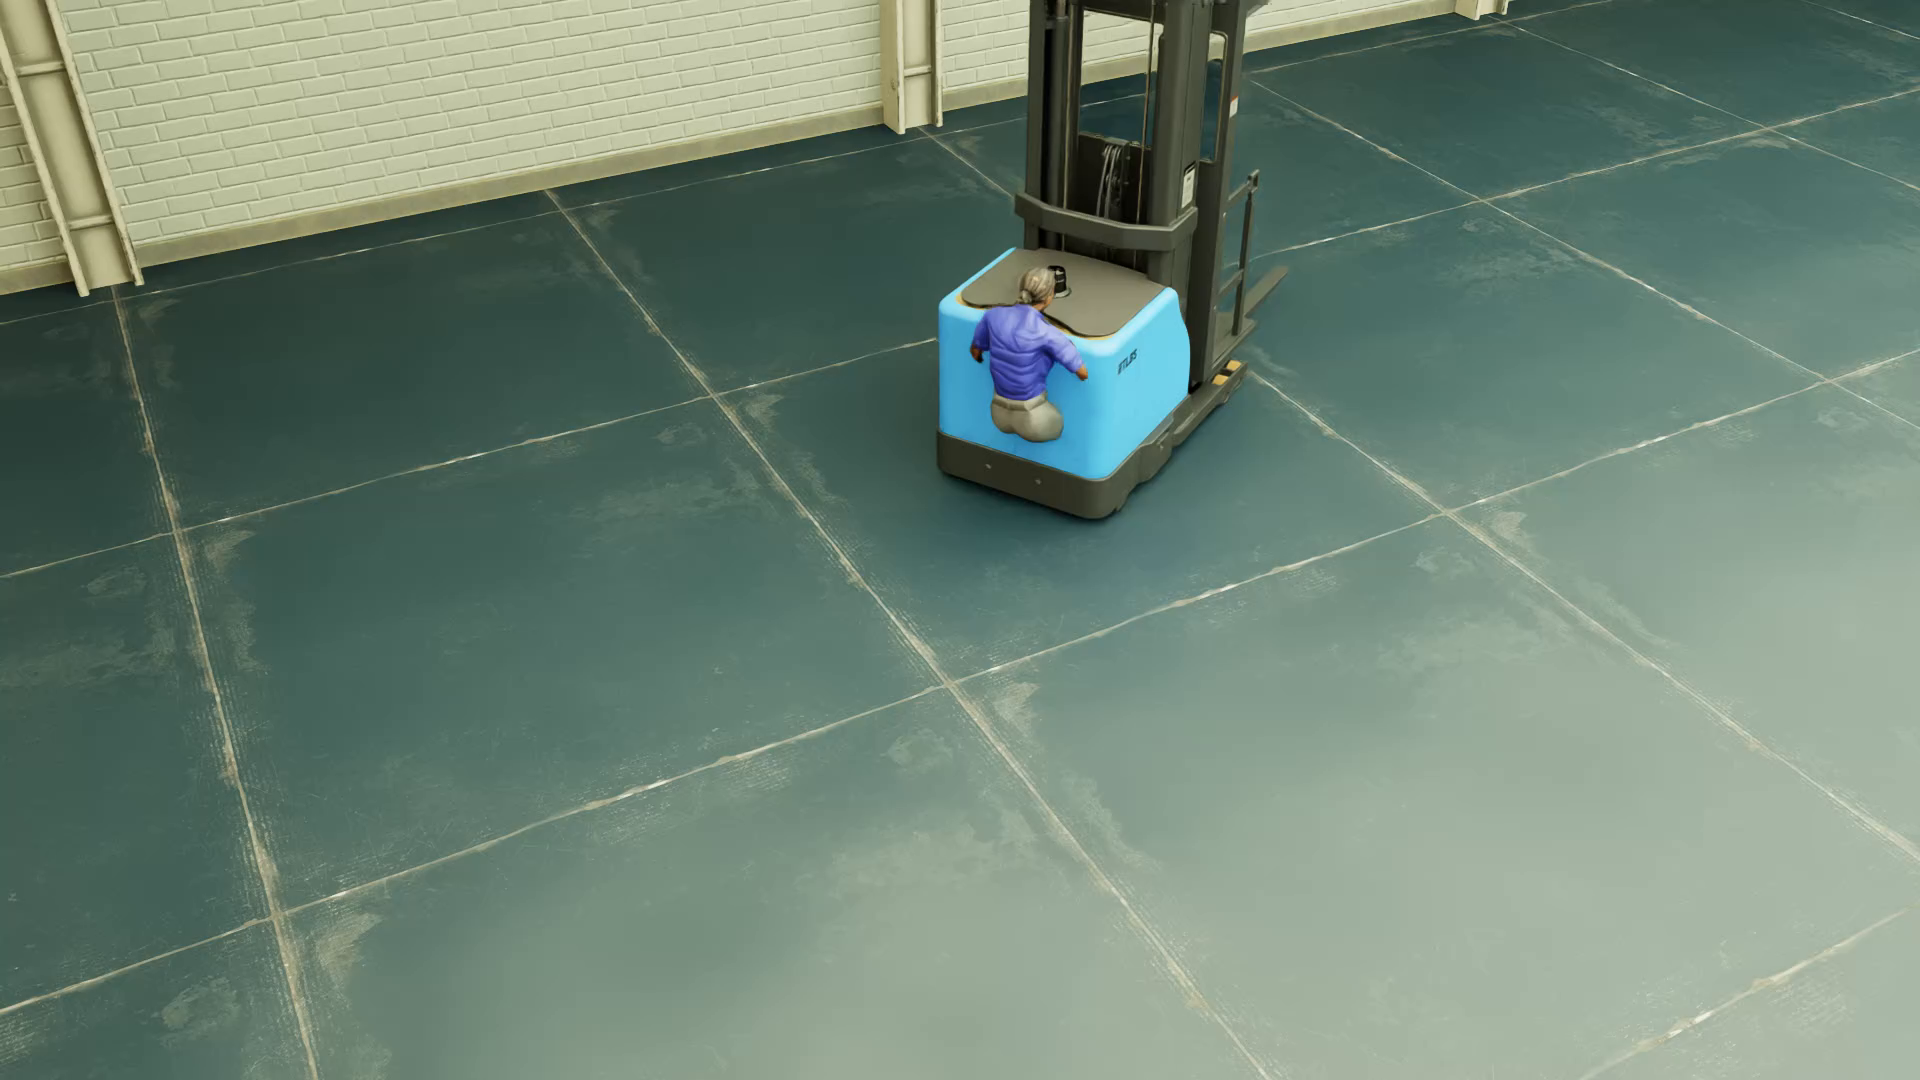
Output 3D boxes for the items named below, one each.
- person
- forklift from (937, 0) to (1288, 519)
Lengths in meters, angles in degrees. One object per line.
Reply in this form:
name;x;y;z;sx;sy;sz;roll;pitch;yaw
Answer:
person;0.493;-0.805;8.668;0.686;1.478;0.838;24;42;30
forklift;1.062;-2.130;9.136;1.130;2.935;3.031;19;39;25
